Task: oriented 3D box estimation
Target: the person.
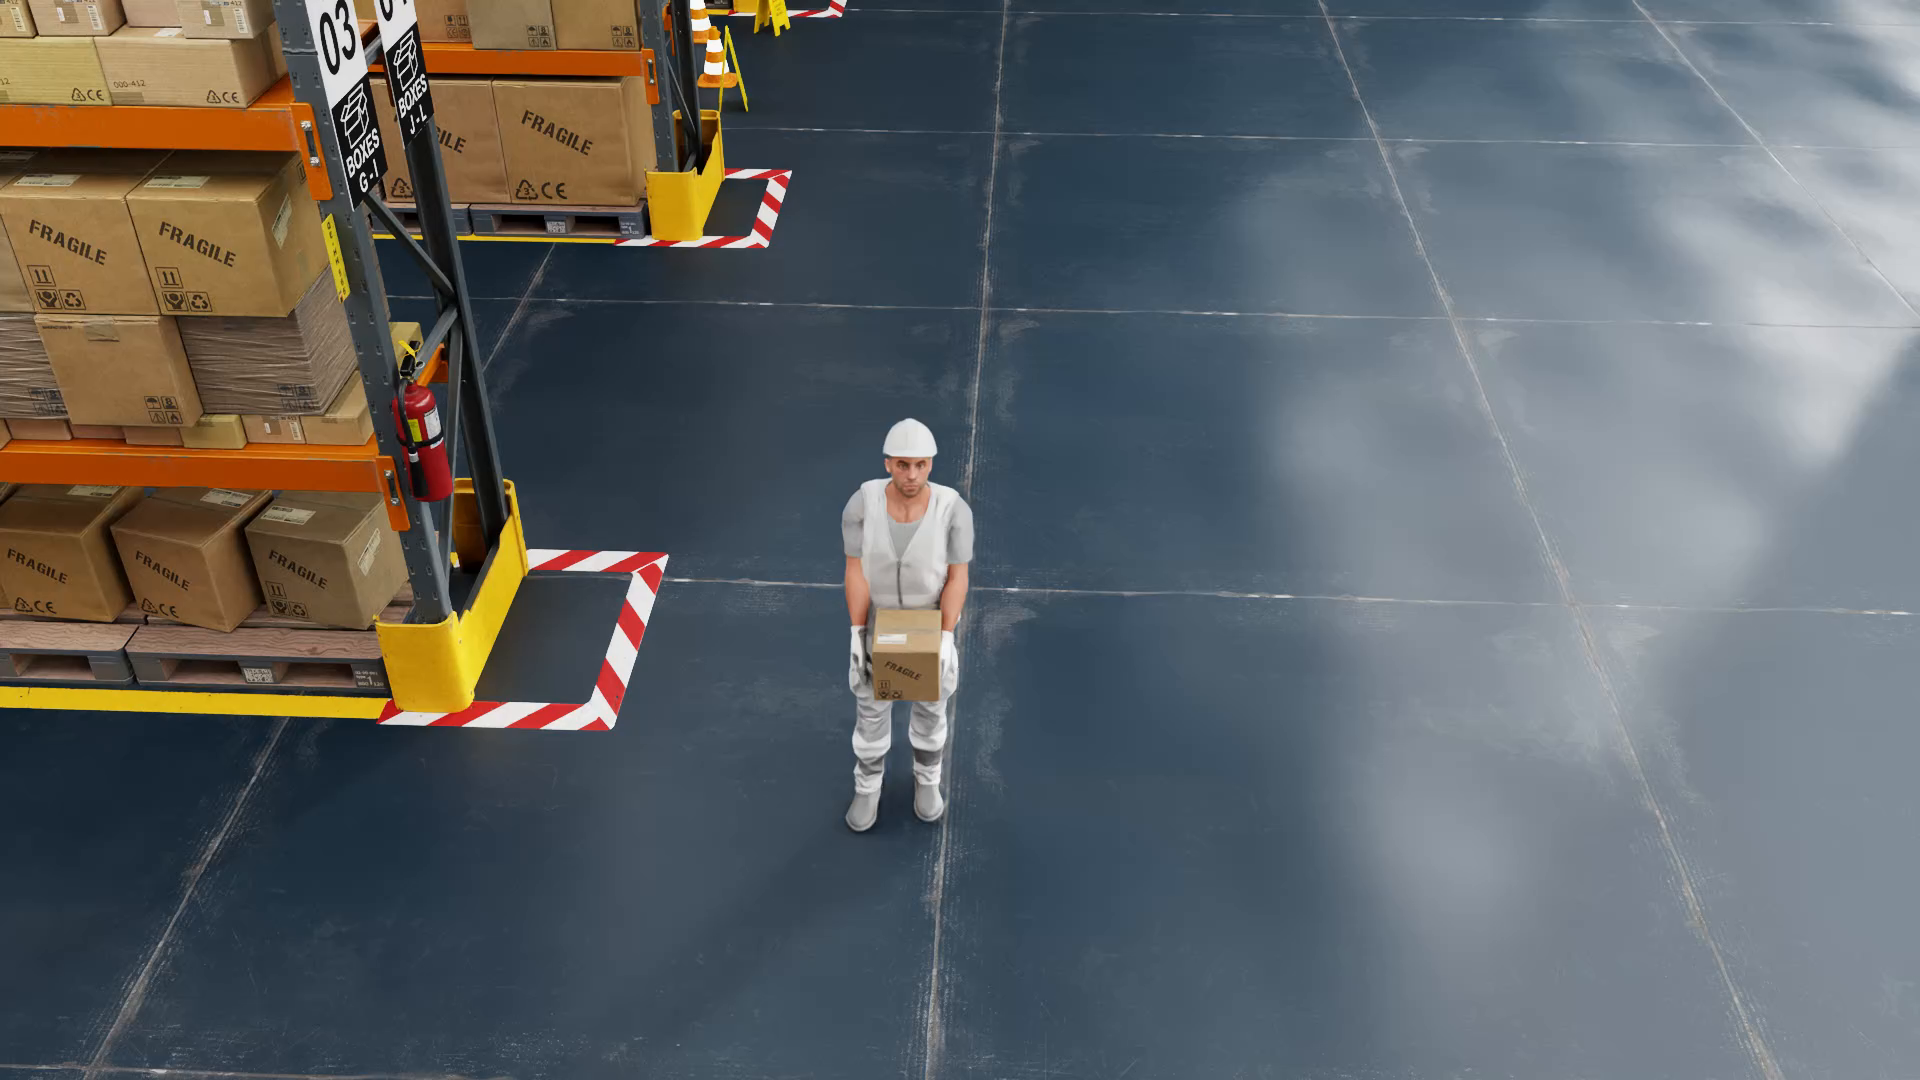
[{"bbox_3d":[-0.212,0.382,6.555,0.522,1.793,0.538,2,35,3],"label":"person"}]
